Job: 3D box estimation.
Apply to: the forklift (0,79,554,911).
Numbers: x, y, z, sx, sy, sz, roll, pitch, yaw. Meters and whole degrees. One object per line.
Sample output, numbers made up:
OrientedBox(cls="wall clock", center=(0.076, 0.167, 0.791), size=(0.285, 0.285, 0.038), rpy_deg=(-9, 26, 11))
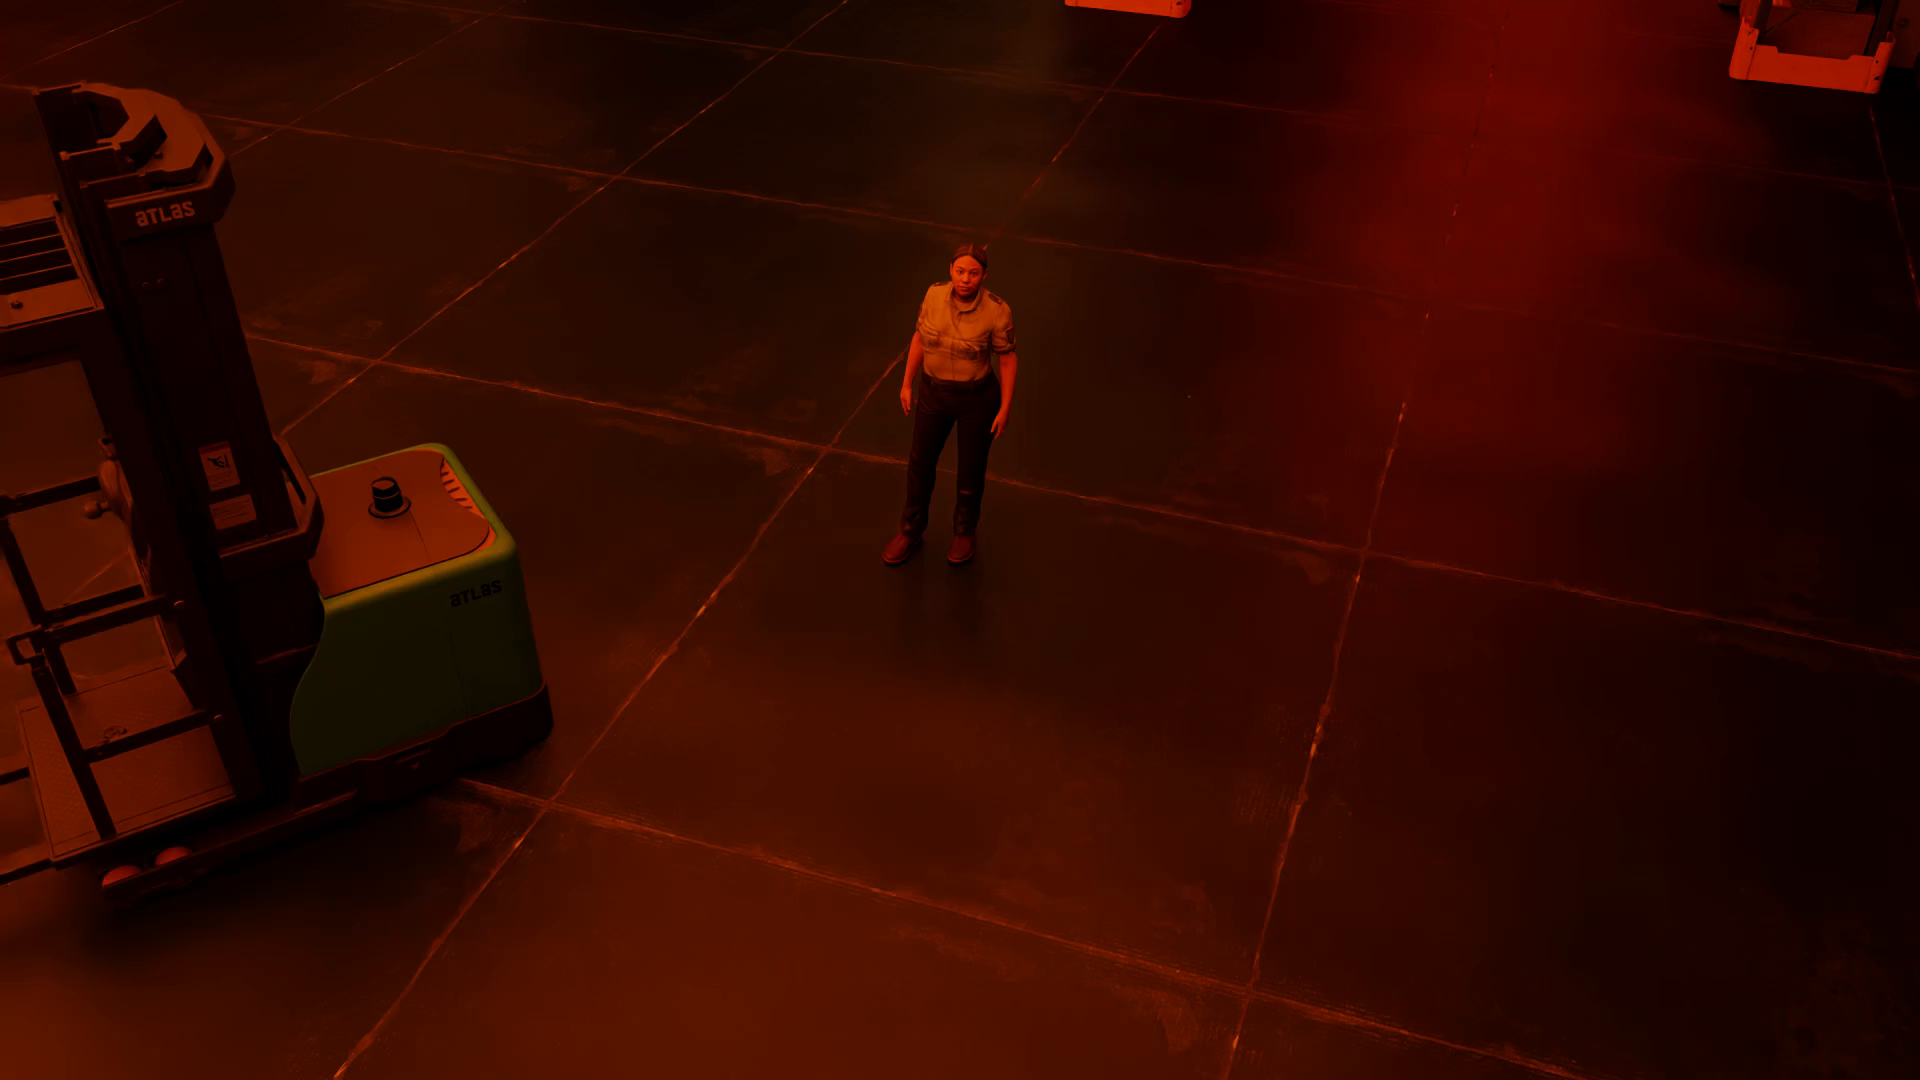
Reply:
OrientedBox(cls="forklift", center=(-3.325, -0.091, 6.240), size=(3.031, 2.935, 1.130), rpy_deg=(-20, 40, -25))

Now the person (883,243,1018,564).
OrientedBox(cls="person", center=(-0.052, -0.633, 8.101), size=(0.598, 1.651, 0.502), rpy_deg=(12, 37, 16))
